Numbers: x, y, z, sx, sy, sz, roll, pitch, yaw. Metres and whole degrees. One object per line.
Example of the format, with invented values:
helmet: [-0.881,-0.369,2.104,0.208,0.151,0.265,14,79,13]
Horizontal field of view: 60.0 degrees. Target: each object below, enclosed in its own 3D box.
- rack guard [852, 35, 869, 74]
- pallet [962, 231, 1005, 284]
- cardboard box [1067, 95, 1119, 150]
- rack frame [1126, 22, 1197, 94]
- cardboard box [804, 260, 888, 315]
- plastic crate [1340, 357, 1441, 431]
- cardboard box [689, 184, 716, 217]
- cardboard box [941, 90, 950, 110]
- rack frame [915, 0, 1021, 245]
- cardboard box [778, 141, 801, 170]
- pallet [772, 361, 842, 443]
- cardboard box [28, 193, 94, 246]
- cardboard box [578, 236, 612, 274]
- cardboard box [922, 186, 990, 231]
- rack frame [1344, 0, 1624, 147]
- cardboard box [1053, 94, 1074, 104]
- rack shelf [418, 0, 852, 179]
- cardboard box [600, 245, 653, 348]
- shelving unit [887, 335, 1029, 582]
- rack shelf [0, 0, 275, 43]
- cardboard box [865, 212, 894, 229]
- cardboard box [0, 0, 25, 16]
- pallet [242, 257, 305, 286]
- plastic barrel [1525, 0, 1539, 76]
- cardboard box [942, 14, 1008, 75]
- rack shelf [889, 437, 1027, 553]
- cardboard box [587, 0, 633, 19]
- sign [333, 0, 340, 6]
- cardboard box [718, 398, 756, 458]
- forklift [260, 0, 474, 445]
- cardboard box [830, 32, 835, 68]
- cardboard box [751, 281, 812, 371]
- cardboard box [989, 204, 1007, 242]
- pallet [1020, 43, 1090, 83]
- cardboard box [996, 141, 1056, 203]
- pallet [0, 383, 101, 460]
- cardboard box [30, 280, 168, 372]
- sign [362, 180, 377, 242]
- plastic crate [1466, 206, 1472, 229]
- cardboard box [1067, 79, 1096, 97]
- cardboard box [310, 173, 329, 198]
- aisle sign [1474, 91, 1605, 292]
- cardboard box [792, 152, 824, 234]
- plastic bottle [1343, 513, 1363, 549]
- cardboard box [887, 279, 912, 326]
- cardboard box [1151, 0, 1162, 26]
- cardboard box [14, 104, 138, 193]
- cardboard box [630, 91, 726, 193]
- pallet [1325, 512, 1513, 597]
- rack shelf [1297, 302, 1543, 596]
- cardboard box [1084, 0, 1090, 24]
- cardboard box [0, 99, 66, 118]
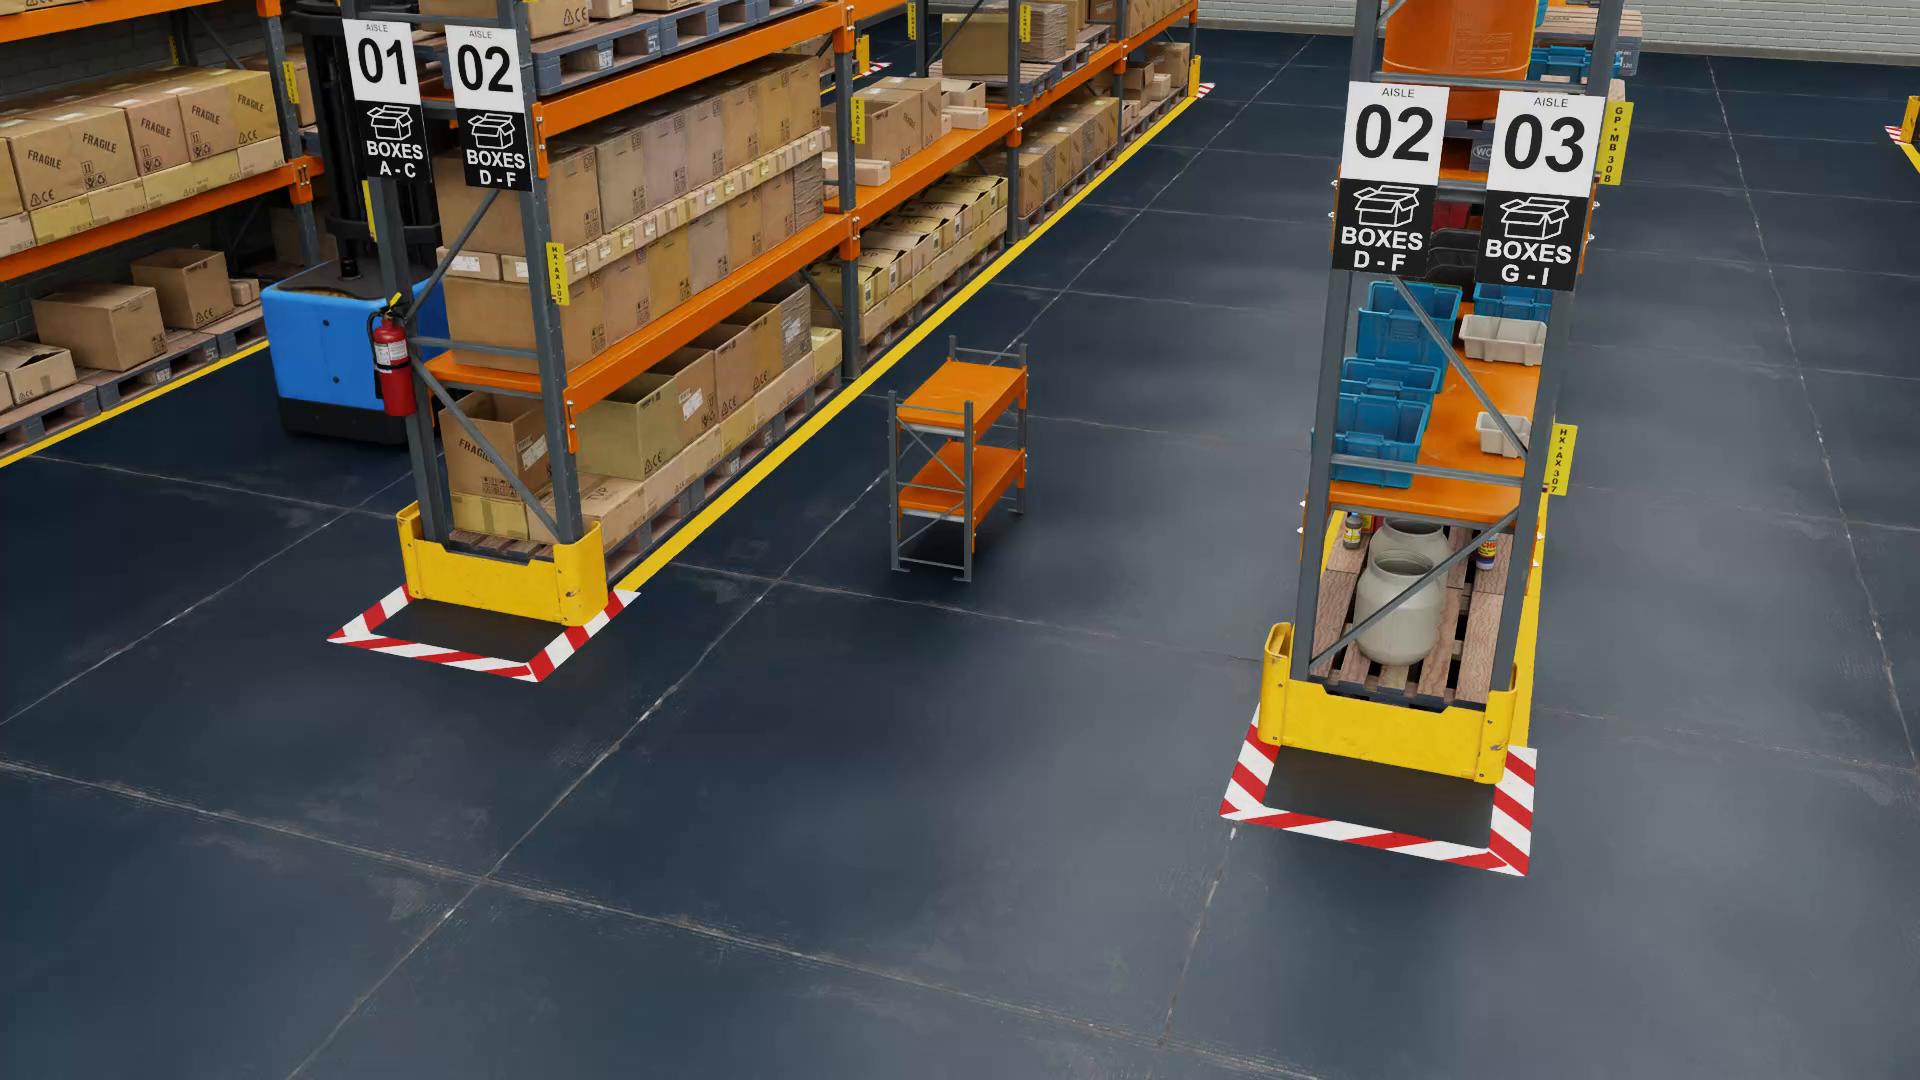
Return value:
rack guard: [-1.929,-7.202,24.551,1.175,0.500,0.348,9,27,17]
pallet: [-0.237,-2.725,15.636,1.003,0.211,1.213,9,27,17]
cardboard box: [1.511,-4.785,19.054,0.500,0.500,0.500,9,27,17]
rack frame: [2.736,-7.600,22.505,1.000,3.000,0.127,9,27,17]
cardboard box: [-0.885,-2.006,12.981,0.500,0.311,0.500,9,27,18]
plastic crate: [2.187,-0.753,8.534,0.499,0.251,0.408,9,27,17]
cardboard box: [-1.743,-2.123,10.335,0.380,0.149,0.250,9,27,18]
cardboard box: [-0.407,-3.933,15.033,0.500,0.311,0.500,8,27,17]
rack frame: [0.074,-4.313,15.715,1.000,3.000,0.127,9,27,17]
cardboard box: [-1.315,-2.654,11.429,0.380,0.149,0.250,8,27,16]
pallet: [-1.562,-1.093,12.265,1.003,0.211,1.213,9,27,17]
cardboard box: [-6.465,-2.262,11.628,0.500,0.250,0.500,8,27,17]
cardboard box: [-2.170,-1.601,9.255,0.380,0.149,0.250,8,27,16]
cardboard box: [-0.035,-3.051,15.139,0.500,0.311,0.500,8,27,17]
rack frame: [2.081,-3.005,6.131,1.000,3.000,0.127,9,27,17]
cardboard box: [1.014,-4.866,19.221,0.500,0.500,0.500,8,27,15]
rack shelf: [-1.923,-2.873,10.125,1.077,0.370,4.000,9,27,17]
cardboard box: [-2.251,-1.476,9.743,0.700,0.500,0.500,9,27,19]
shelving unit: [0.002,-0.509,10.011,0.538,1.125,1.048,9,27,17]
rack shelf: [-6.596,-3.590,11.606,1.077,0.370,4.000,9,27,17]
cardboard box: [-0.887,-2.706,14.427,0.500,0.311,0.500,8,27,17]
cardboard box: [-6.533,-3.677,10.822,0.500,0.500,0.500,10,28,20]
pallet: [-5.672,-2.451,15.069,1.003,0.211,1.213,9,27,17]
plastic barrel: [2.341,-2.416,7.658,0.600,0.588,0.600,0,26,0]
cardboard box: [0.177,-4.822,16.170,0.700,0.500,0.500,0,26,0]
rack shelf: [0.002,-0.289,10.117,0.538,0.278,1.000,9,27,17]
cardboard box: [-2.031,-2.972,9.150,0.380,0.149,0.250,9,27,17]
sign: [-3.096,-2.822,8.270,0.100,0.325,0.005,9,27,17]
cardboard box: [-1.700,-0.781,11.094,0.500,0.250,0.500,9,27,17]
forklift: [-3.841,-2.595,12.247,1.130,2.935,3.031,8,27,17]
cardboard box: [-2.076,-7.079,23.815,0.700,0.500,0.500,9,27,17]
cardboard box: [-1.383,-1.532,11.784,0.500,0.500,0.500,9,27,17]
cardboard box: [0.128,-3.012,15.703,0.500,0.250,0.500,9,27,19]
pallet: [0.716,-5.026,17.409,1.003,0.211,1.213,9,27,17]
cardboard box: [0.663,-3.747,16.911,0.500,0.500,0.500,8,27,16]
pallet: [-6.932,-0.847,11.756,1.003,0.211,1.213,9,27,17]
cardboard box: [-6.465,-1.615,12.506,0.700,0.500,0.500,7,27,14]
sign: [-3.096,-1.737,8.795,0.100,0.325,0.005,9,27,17]
plastic crate: [3.486,-2.440,11.866,0.392,0.384,0.575,9,27,17]
cardboard box: [1.327,-5.305,20.127,0.500,0.500,0.500,9,27,17]
cardboard box: [-5.558,-3.282,15.090,0.500,0.250,0.500,8,27,16]
aisle sign: [2.333,-1.403,6.723,0.394,0.787,0.004,9,27,17]
cardboard box: [-1.399,-2.530,11.920,0.700,0.500,0.500,8,27,16]
plastic bottle: [2.279,-0.062,9.642,0.097,0.201,0.097,0,26,0]
cardboard box: [-0.718,-1.960,13.529,0.500,0.250,0.500,9,27,19]
cardboard box: [2.167,-6.587,20.299,0.500,0.500,0.500,9,27,17]
cardboard box: [-6.307,-2.800,11.880,0.500,0.500,0.500,10,27,19]
cardboard box: [-1.900,-2.496,10.359,0.700,0.500,0.500,9,27,17]
pallet: [2.745,0.079,9.844,1.003,0.211,1.213,9,27,17]
rack shelf: [2.747,-0.803,9.292,1.077,0.370,4.000,9,27,17]
cardboard box: [1.329,-6.244,19.589,0.500,0.500,0.500,9,27,18]
cardboard box: [-6.792,-2.871,12.026,0.500,0.500,0.500,9,27,18]
